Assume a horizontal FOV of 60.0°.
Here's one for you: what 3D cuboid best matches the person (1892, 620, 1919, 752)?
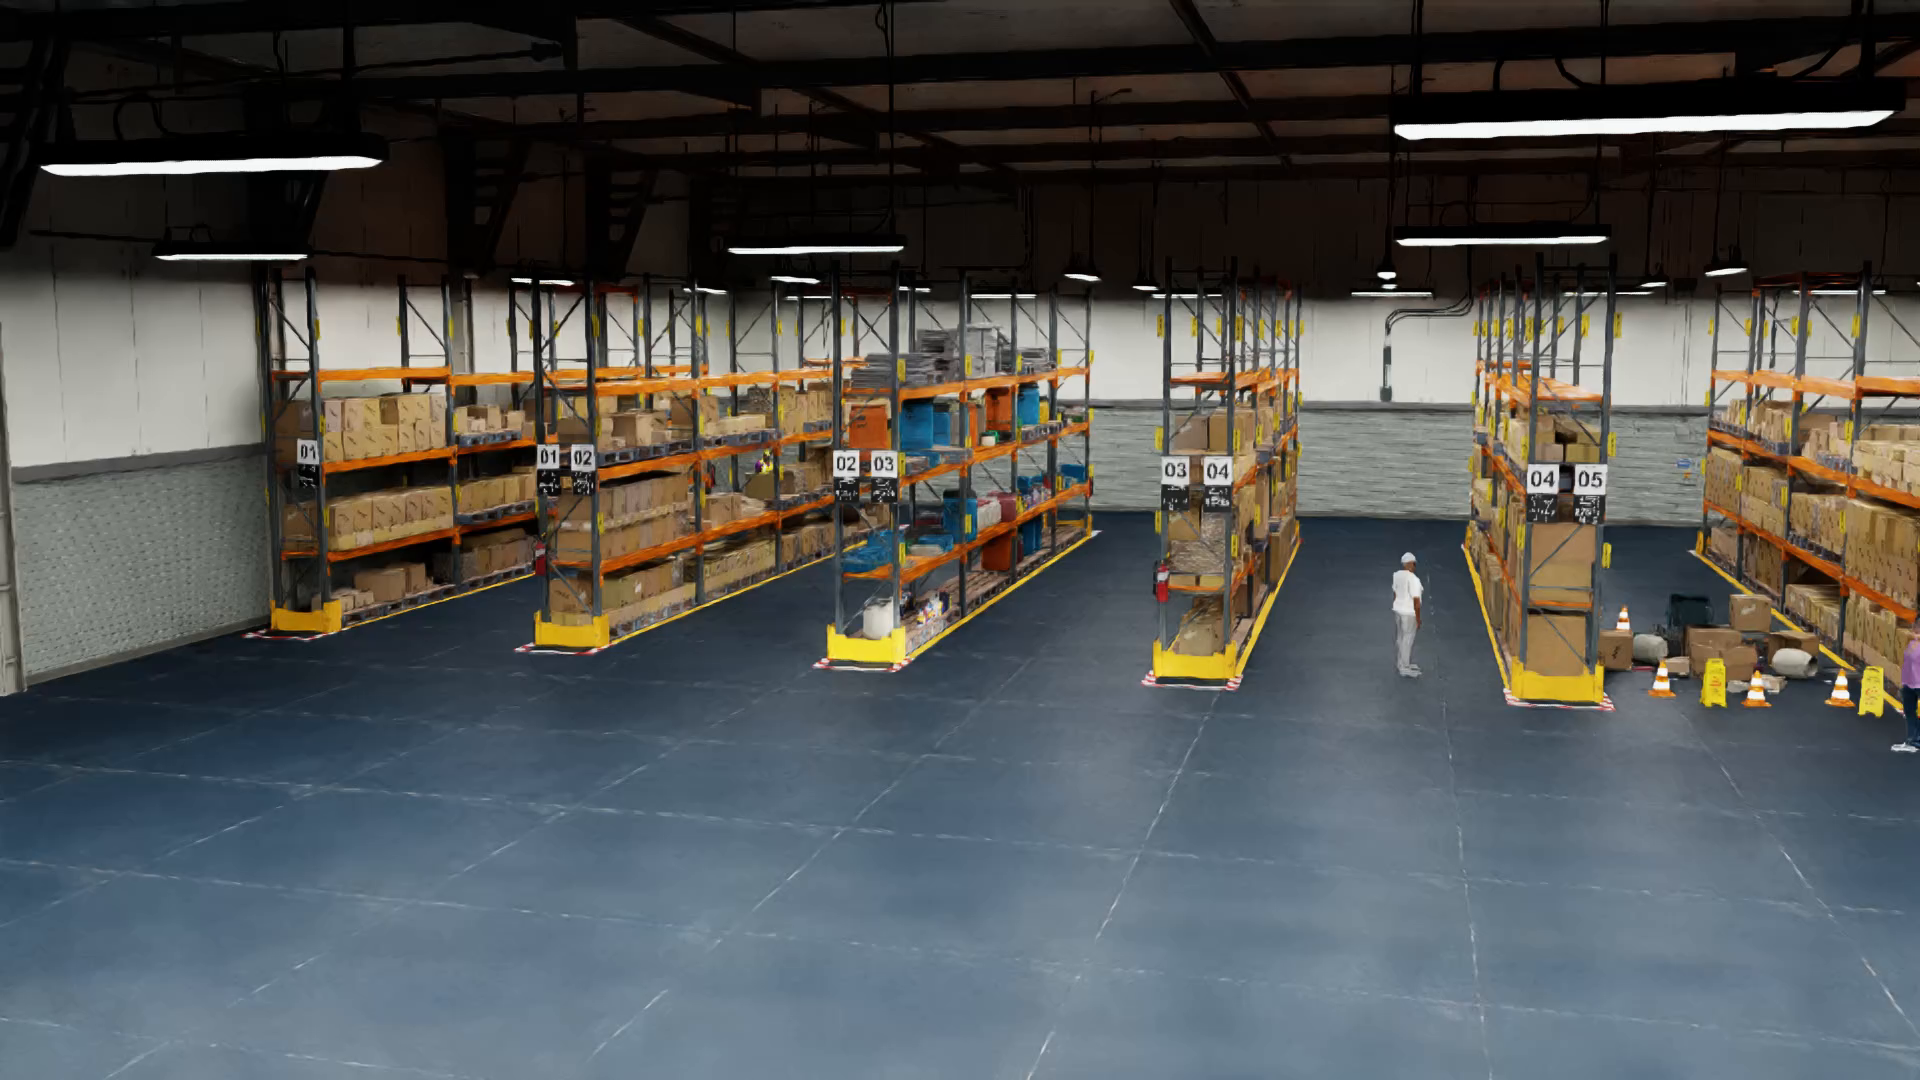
[{"bbox_3d":[11.380,1.744,19.600,0.435,1.594,0.594,-1,7,-10],"label":"person"}]

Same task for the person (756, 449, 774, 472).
[{"bbox_3d":[-5.340,-1.581,45.043,0.714,1.766,0.473,-5,9,-36],"label":"person"}]

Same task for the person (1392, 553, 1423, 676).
[{"bbox_3d":[6.528,1.055,24.130,0.452,1.768,0.632,-2,8,-16],"label":"person"}]
